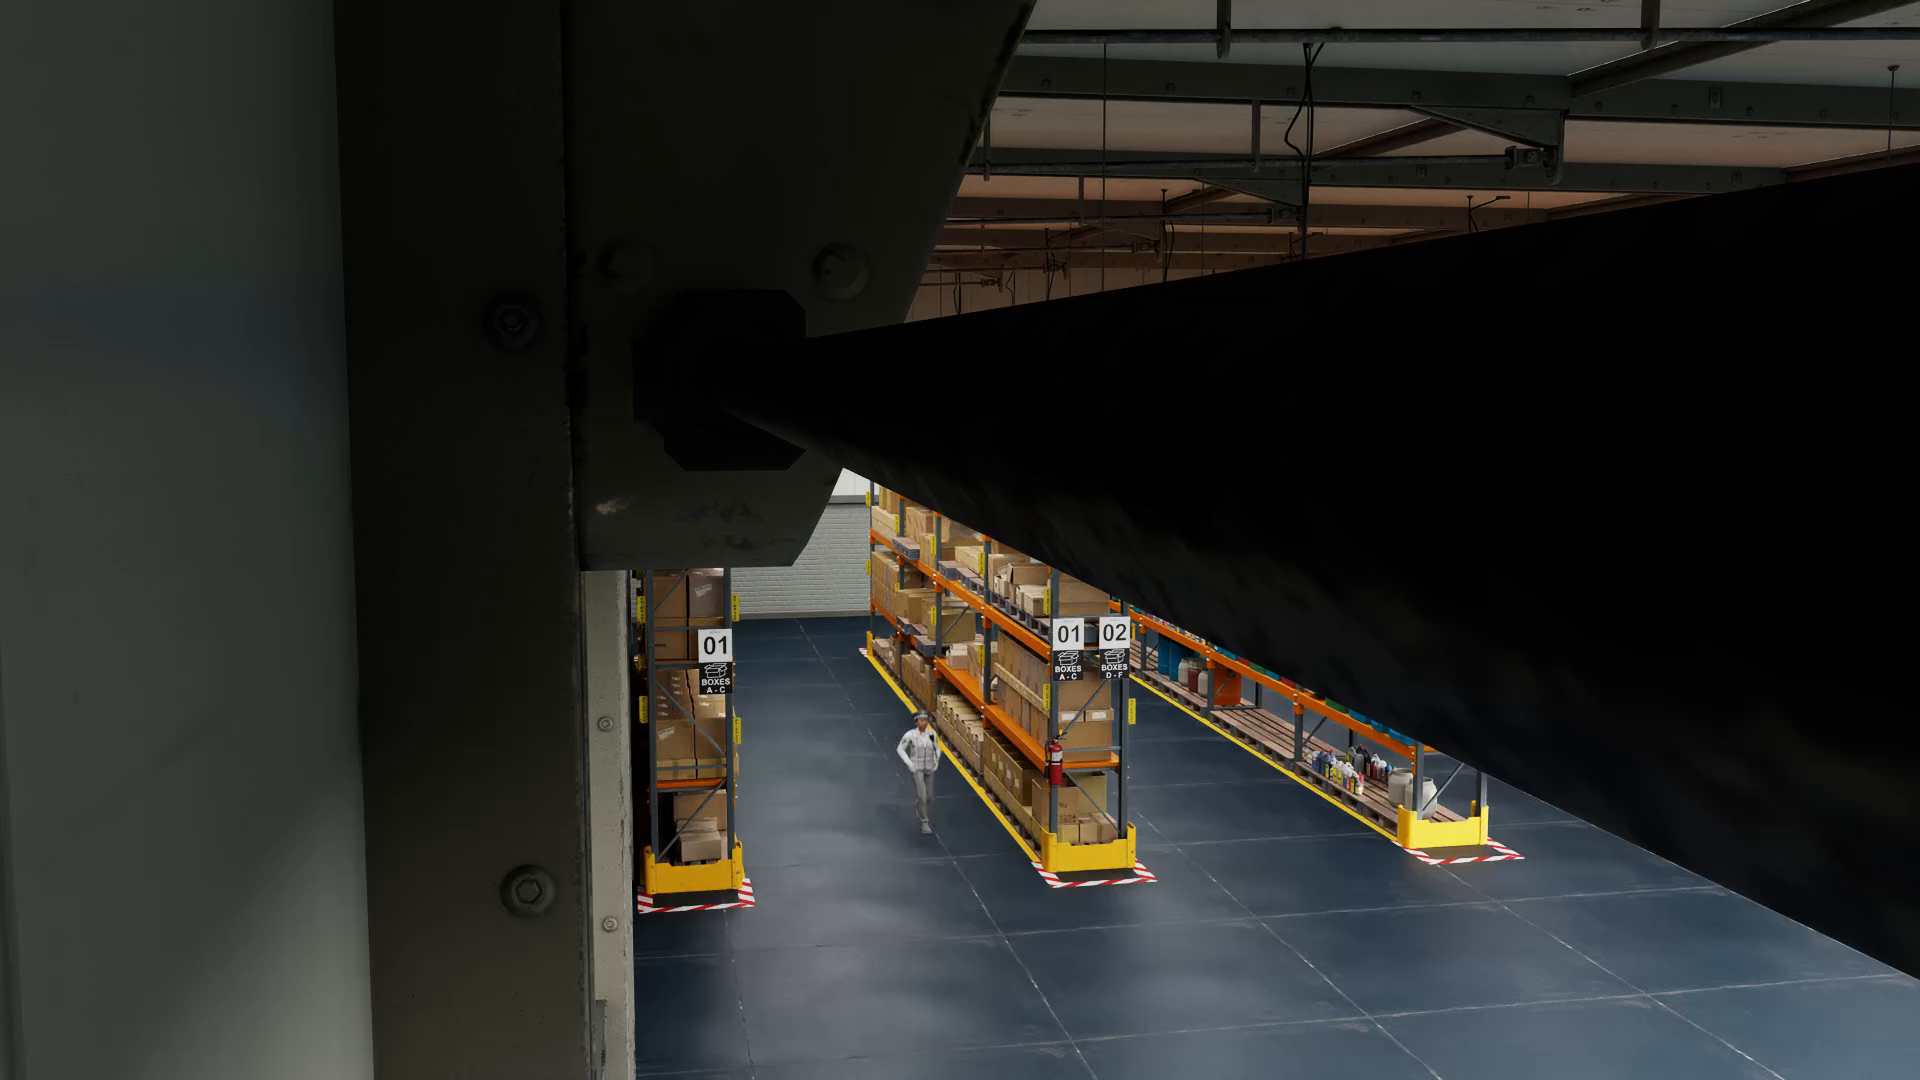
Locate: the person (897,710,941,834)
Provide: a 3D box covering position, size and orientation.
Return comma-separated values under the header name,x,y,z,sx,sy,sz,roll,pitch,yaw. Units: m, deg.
name,x,y,z,sx,sy,sz,roll,pitch,yaw
person,-0.553,3.134,22.770,0.627,1.674,0.656,-3,6,-23
